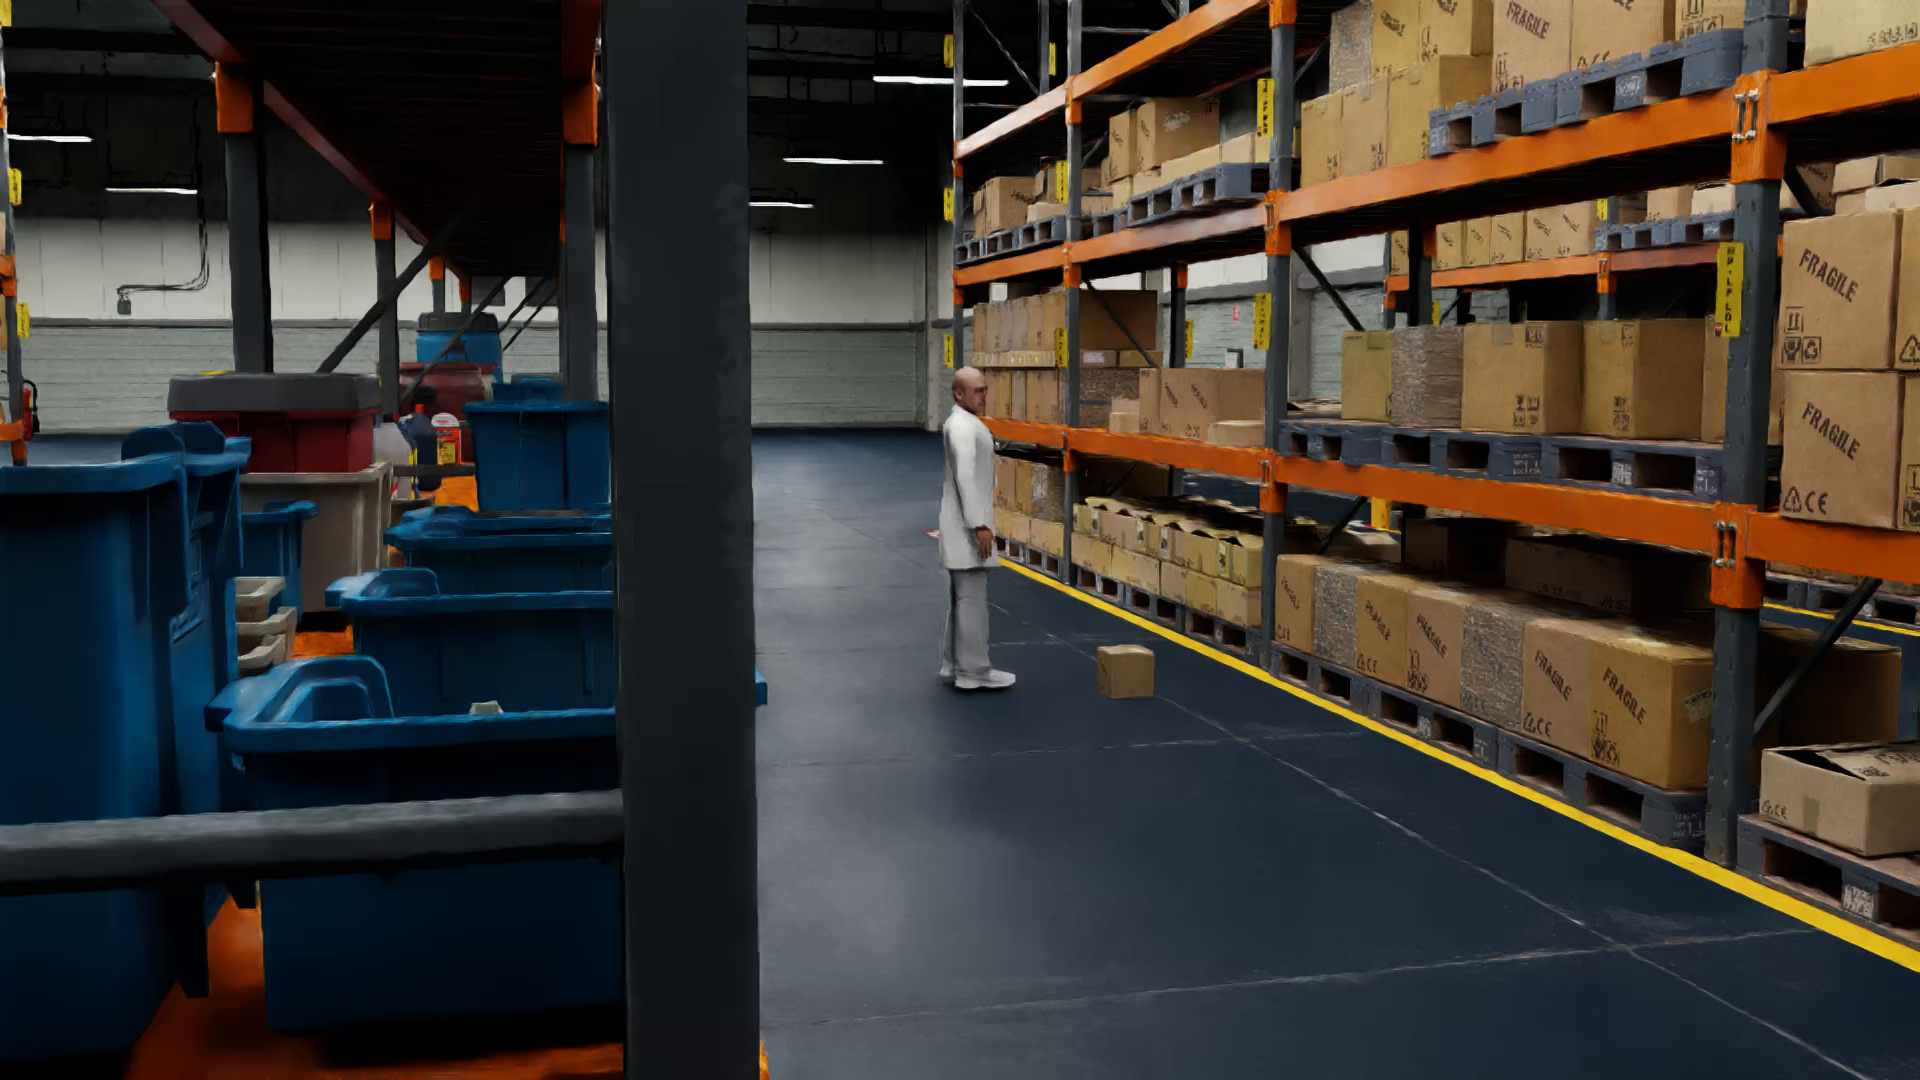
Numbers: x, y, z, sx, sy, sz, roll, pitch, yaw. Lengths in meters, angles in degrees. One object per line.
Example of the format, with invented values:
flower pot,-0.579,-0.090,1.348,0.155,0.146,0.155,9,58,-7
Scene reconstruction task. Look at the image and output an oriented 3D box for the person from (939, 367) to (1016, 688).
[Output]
person,0.099,-0.053,9.331,0.433,1.826,0.637,0,6,-3
